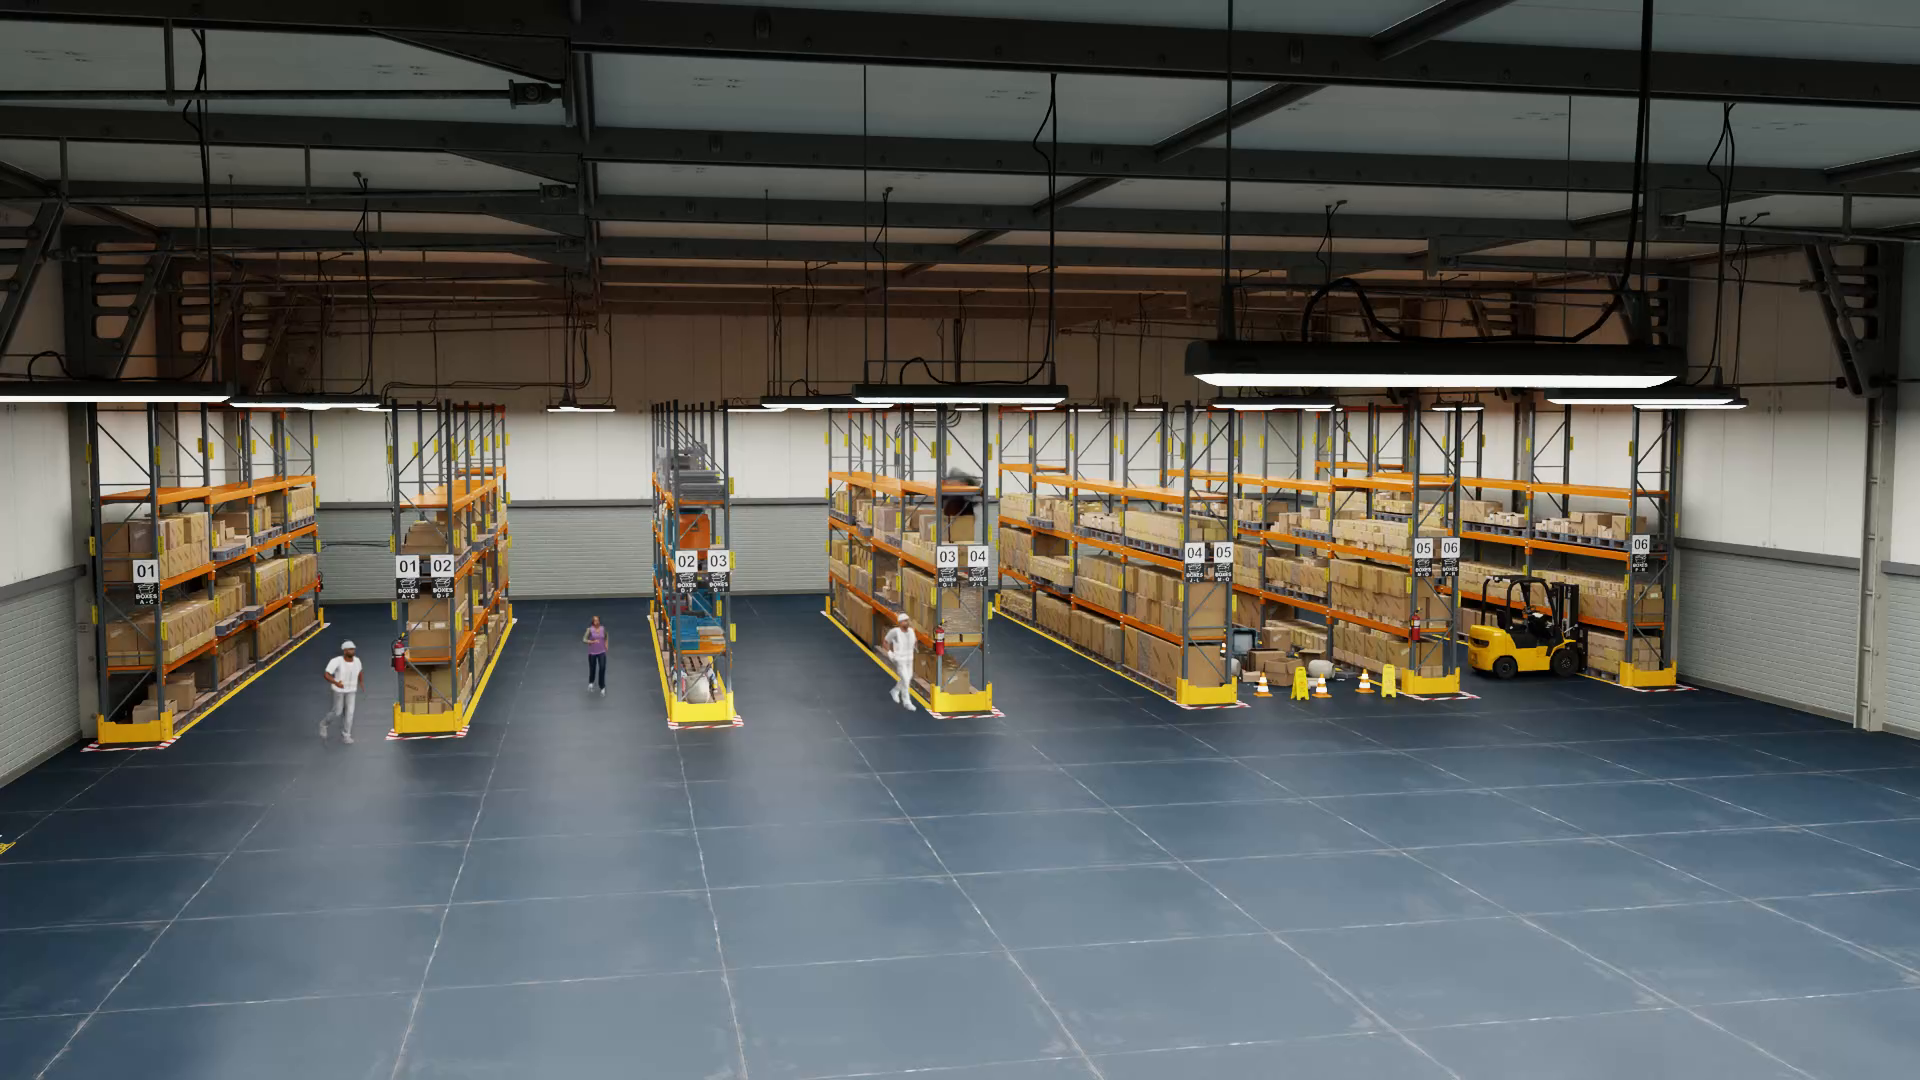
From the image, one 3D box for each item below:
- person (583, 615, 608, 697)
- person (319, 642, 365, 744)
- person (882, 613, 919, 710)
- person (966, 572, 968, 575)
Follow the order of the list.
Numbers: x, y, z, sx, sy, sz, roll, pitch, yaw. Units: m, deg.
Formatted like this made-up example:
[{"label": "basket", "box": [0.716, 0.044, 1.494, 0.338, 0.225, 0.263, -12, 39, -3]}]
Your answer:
[{"label": "person", "box": [-7.439, 2.346, 33.996, 0.563, 1.631, 0.762, -2, 5, -25]}, {"label": "person", "box": [-10.792, 2.646, 29.228, 0.862, 1.739, 0.762, 4, 6, 39]}, {"label": "person", "box": [-1.089, 2.271, 31.367, 0.695, 1.789, 0.865, -4, 6, -41]}, {"label": "person", "box": [0.452, 1.404, 46.156, 0.640, 1.798, 0.795, -1, 4, -11]}]
